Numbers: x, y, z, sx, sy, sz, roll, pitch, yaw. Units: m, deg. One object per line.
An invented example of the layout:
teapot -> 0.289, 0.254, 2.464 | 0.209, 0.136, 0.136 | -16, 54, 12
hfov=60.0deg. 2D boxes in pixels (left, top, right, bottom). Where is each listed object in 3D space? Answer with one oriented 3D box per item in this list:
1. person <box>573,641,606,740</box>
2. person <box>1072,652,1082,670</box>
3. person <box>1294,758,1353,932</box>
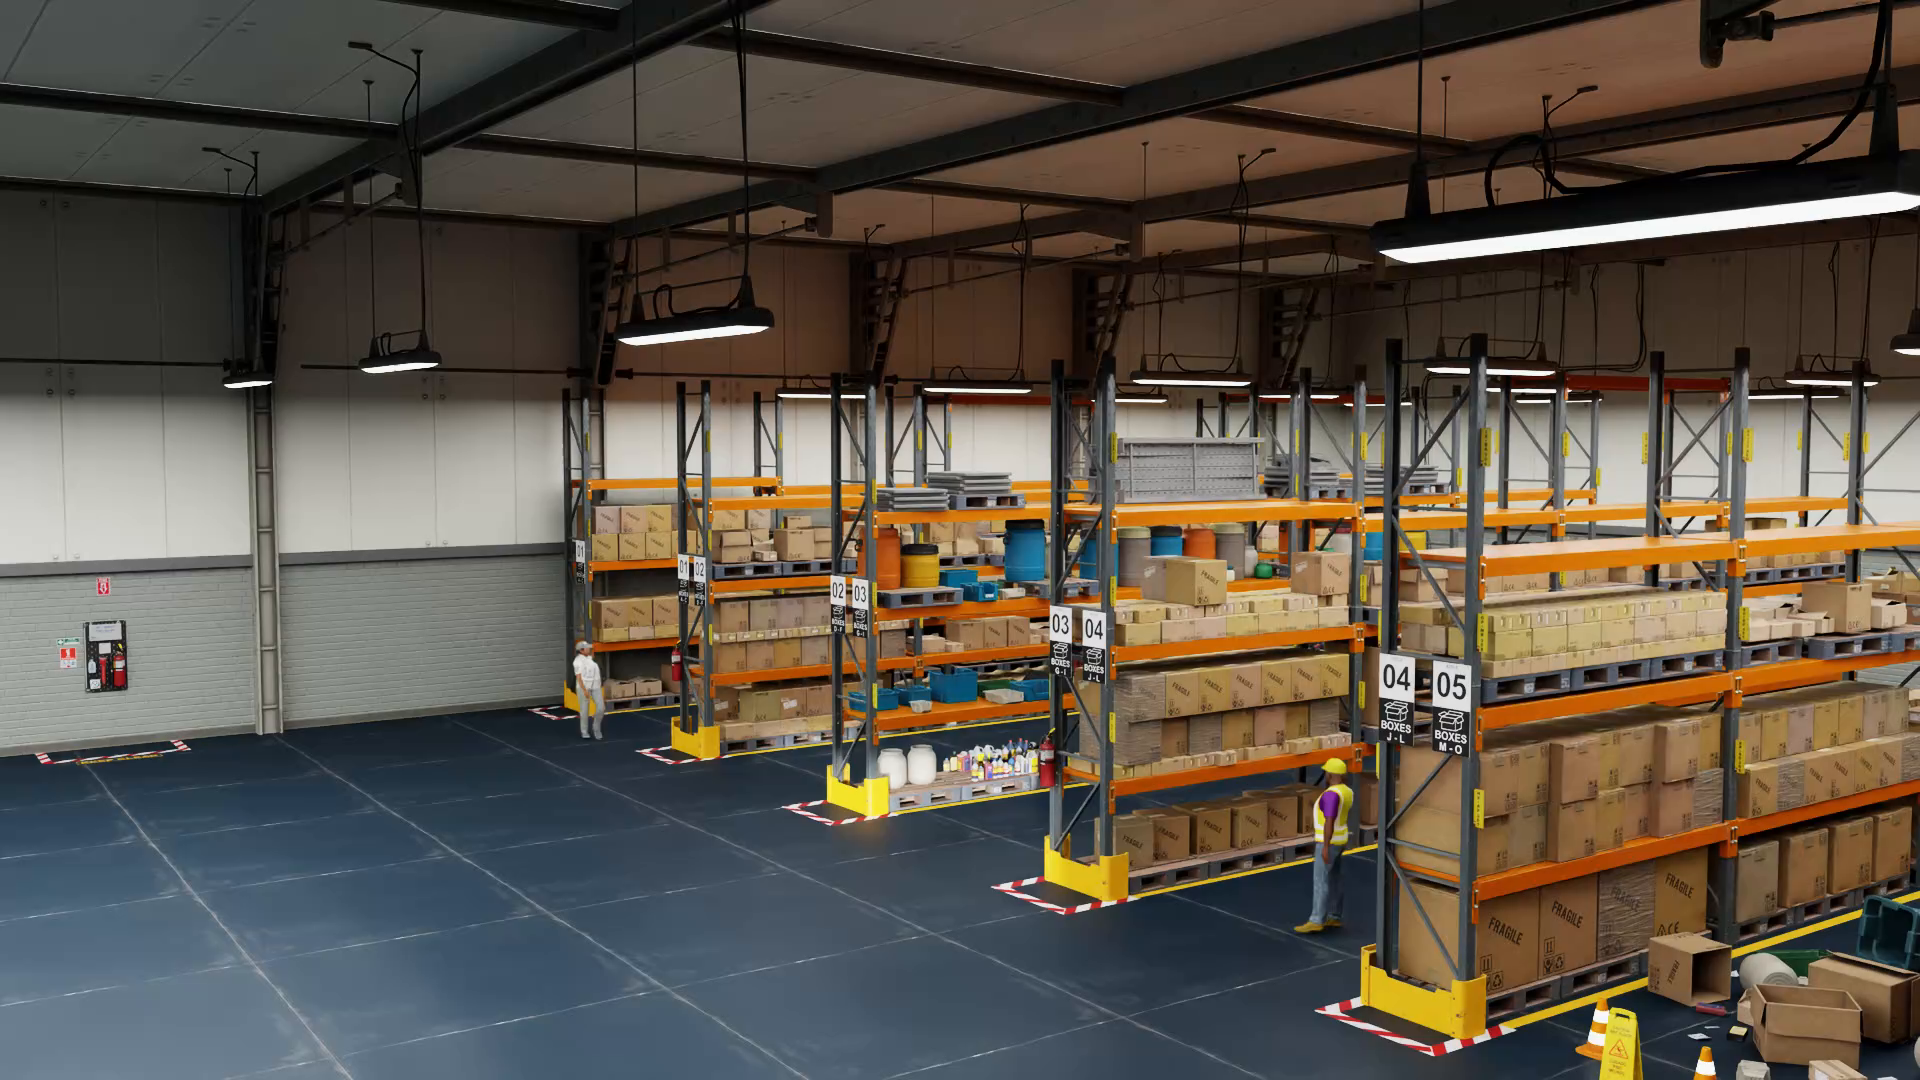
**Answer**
person -> -6.257, 2.545, 28.022 | 0.506, 1.683, 0.536 | -2, 4, -25
person -> 2.206, 2.132, 33.216 | 0.611, 1.790, 0.384 | -2, 4, -29
person -> 3.809, 3.164, 17.355 | 0.473, 1.773, 0.665 | 2, 4, 27
